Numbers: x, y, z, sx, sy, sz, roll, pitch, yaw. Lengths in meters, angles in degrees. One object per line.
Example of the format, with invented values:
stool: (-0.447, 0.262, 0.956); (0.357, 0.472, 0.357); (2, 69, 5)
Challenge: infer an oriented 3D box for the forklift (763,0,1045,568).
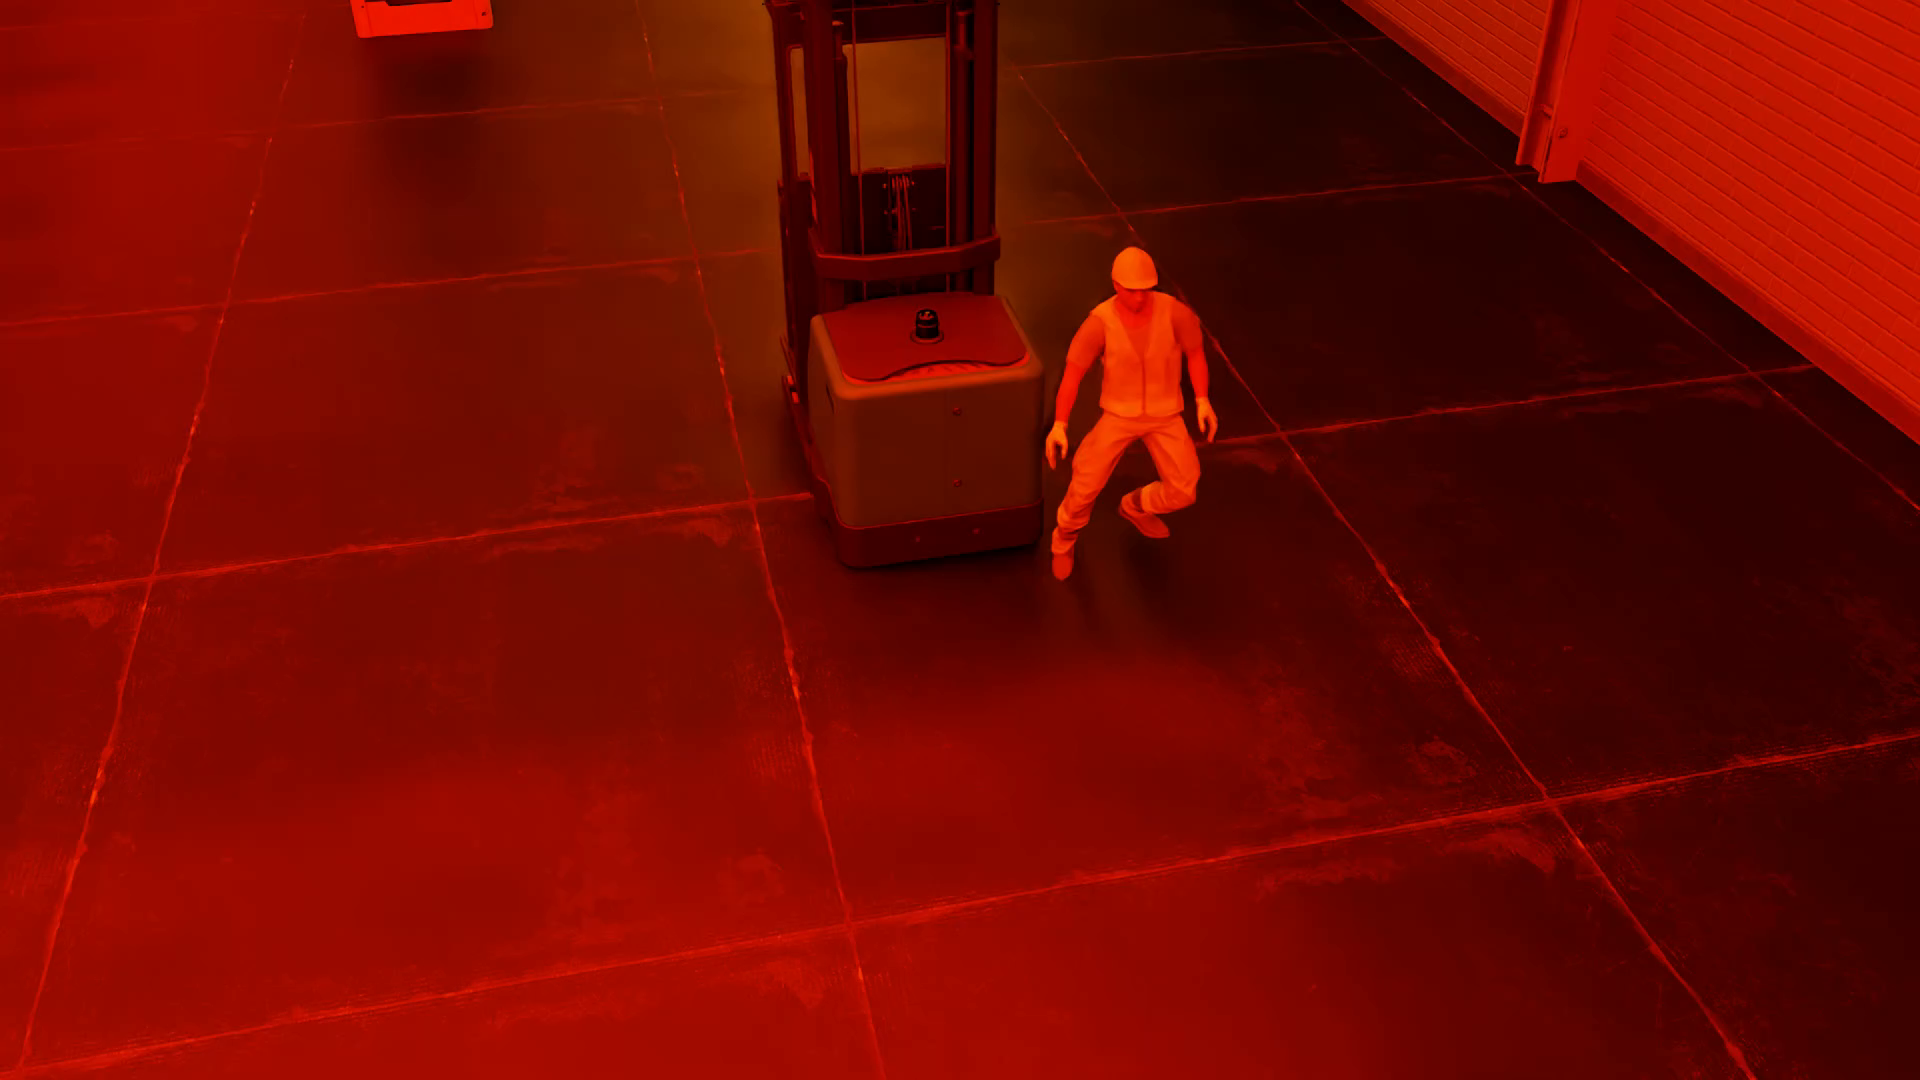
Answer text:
forklift: (-0.414, -1.912, 8.707); (1.130, 2.935, 3.031); (-8, 36, -11)

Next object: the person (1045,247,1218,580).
person: (0.812, -0.578, 7.976); (0.829, 1.701, 0.549); (0, 36, 0)
